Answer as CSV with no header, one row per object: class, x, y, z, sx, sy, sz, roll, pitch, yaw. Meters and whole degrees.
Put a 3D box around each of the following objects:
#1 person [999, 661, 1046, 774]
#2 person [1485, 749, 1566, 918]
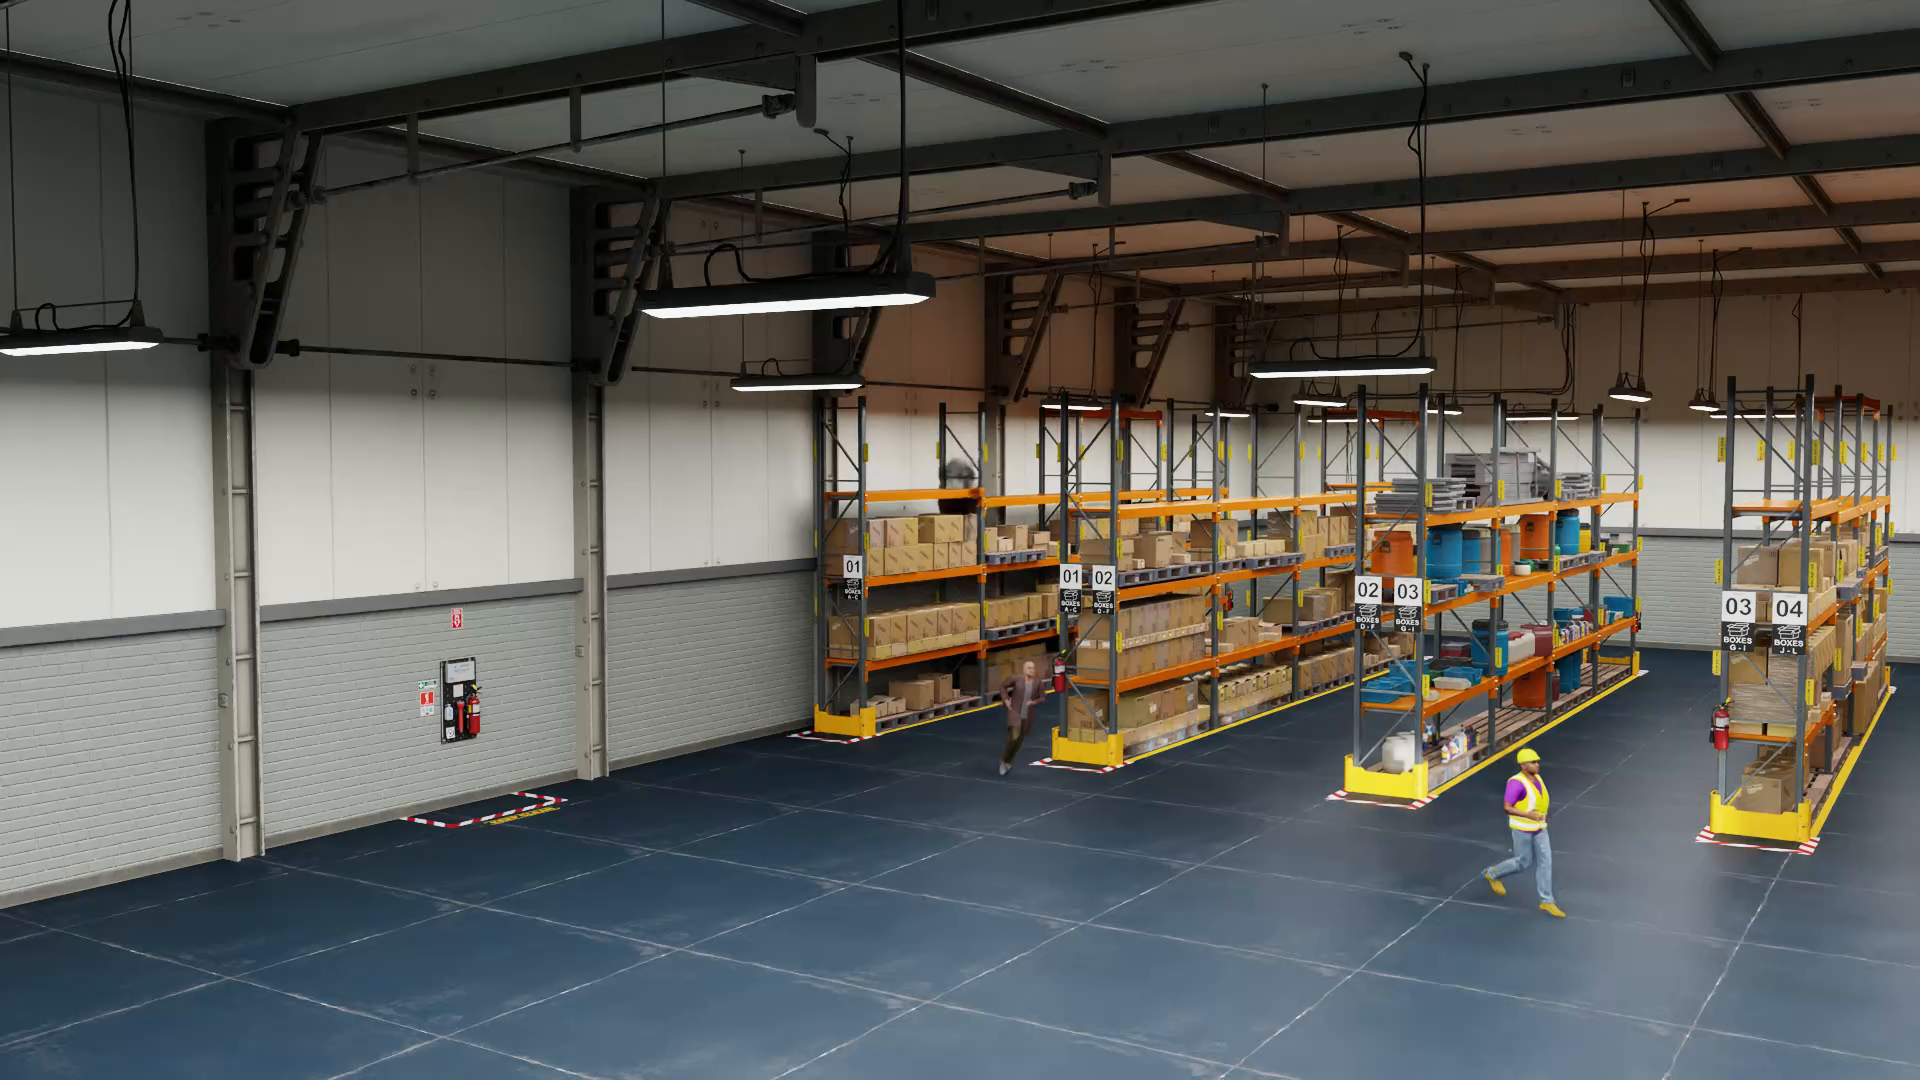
person,0.952,2.778,26.064,0.752,1.771,0.707,-1,3,-18
person,6.196,3.162,18.188,0.700,1.772,0.963,-2,4,-34
